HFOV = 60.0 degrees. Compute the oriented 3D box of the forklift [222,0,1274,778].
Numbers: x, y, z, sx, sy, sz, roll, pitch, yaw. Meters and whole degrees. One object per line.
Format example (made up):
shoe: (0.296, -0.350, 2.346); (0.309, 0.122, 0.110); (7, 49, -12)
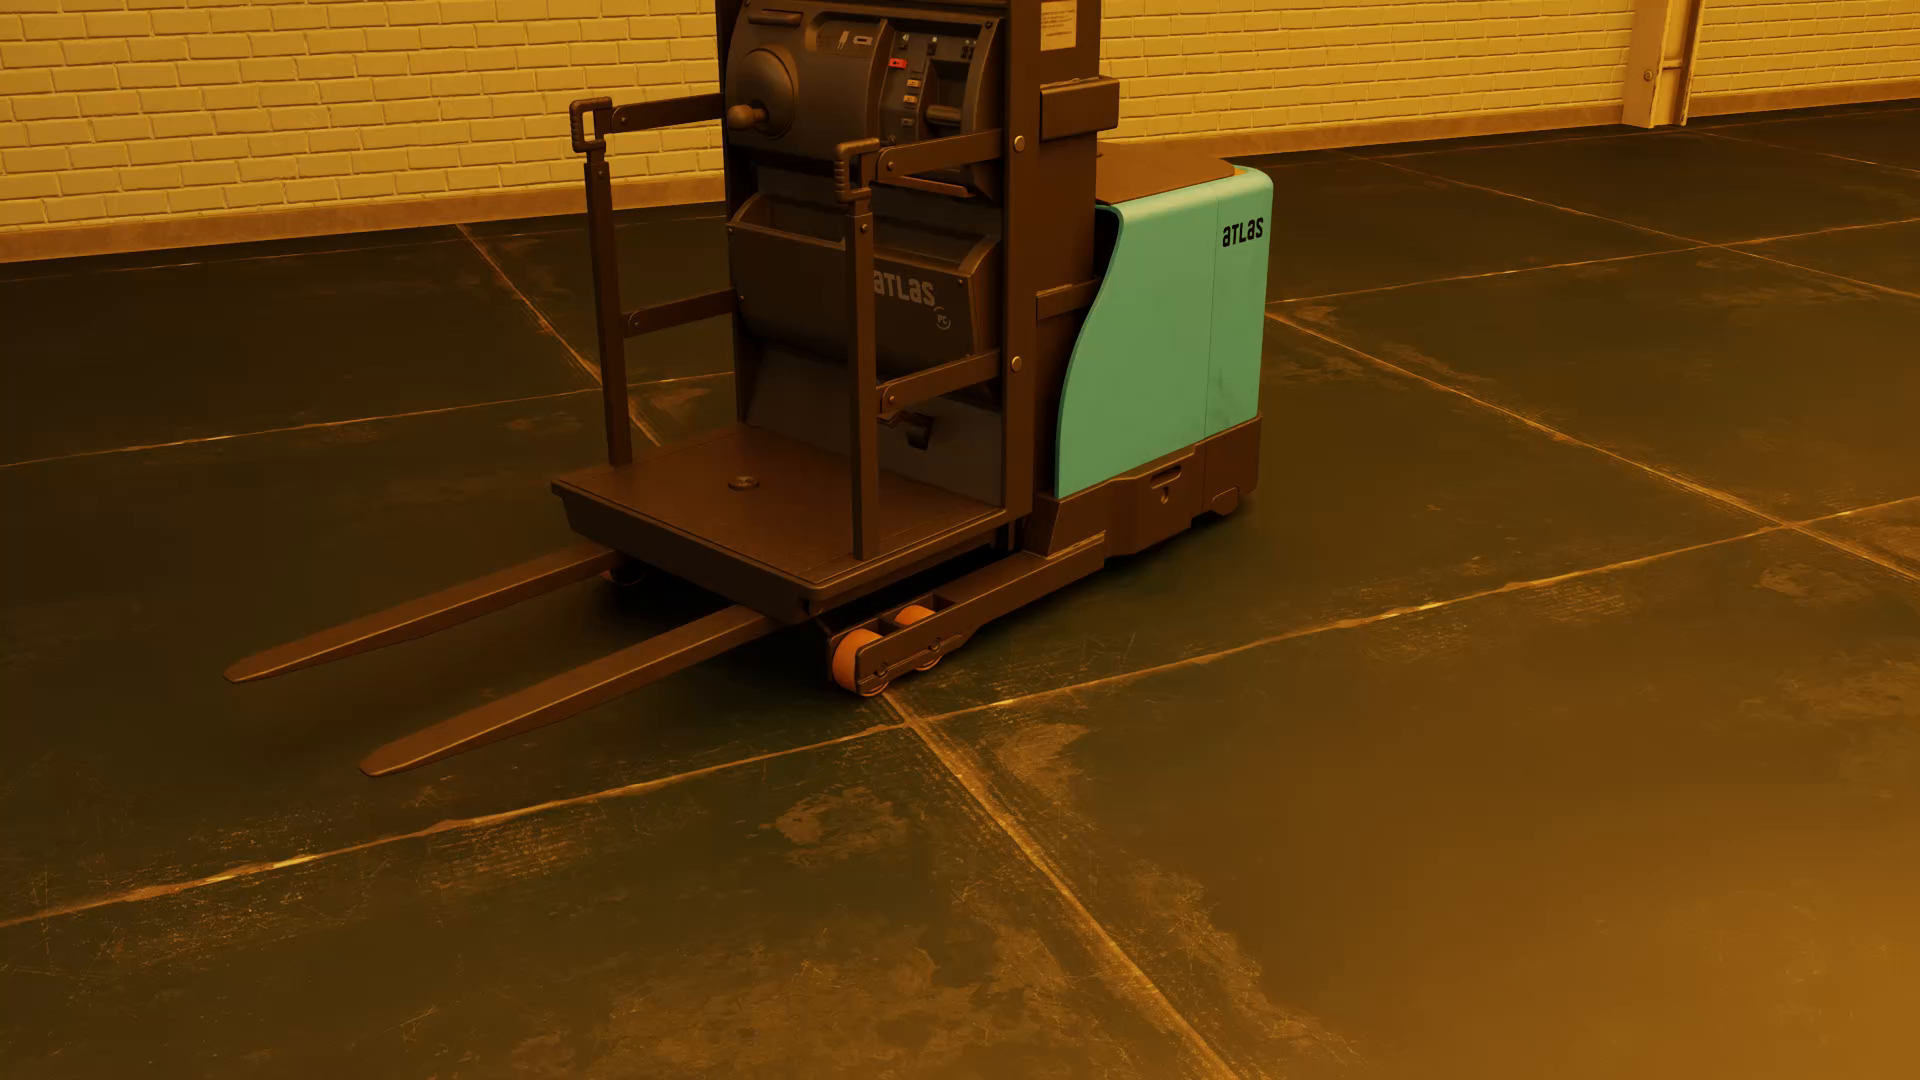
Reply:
forklift: (-0.413, -1.182, 4.131); (1.130, 2.935, 3.031); (19, 29, 39)
